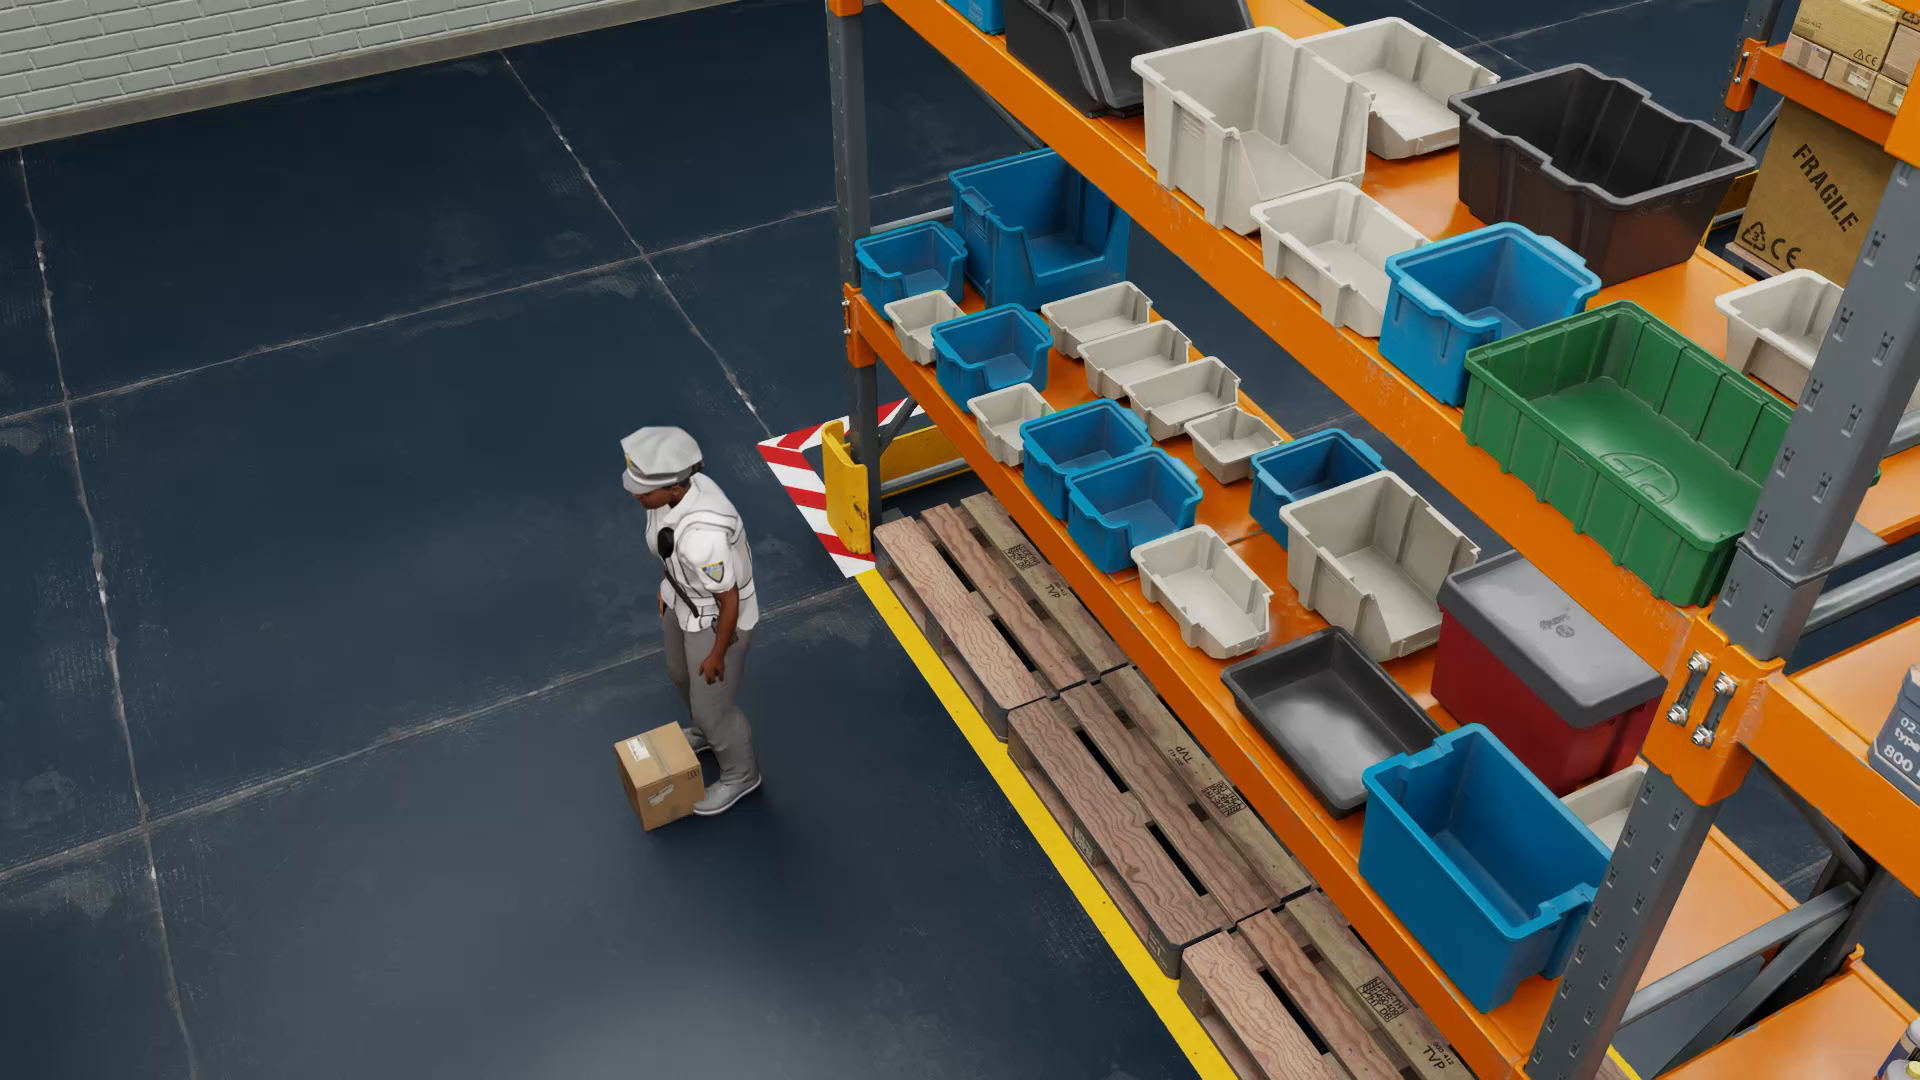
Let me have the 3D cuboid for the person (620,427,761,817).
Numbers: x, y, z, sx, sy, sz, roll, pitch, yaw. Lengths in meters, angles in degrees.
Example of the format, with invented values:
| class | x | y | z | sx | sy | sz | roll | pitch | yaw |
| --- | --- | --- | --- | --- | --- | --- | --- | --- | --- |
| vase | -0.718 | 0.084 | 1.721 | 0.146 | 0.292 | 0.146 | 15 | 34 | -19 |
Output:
| class | x | y | z | sx | sy | sz | roll | pitch | yaw |
| --- | --- | --- | --- | --- | --- | --- | --- | --- | --- |
| person | -0.925 | 0.275 | 5.890 | 0.388 | 1.659 | 0.506 | -20 | 45 | -22 |
